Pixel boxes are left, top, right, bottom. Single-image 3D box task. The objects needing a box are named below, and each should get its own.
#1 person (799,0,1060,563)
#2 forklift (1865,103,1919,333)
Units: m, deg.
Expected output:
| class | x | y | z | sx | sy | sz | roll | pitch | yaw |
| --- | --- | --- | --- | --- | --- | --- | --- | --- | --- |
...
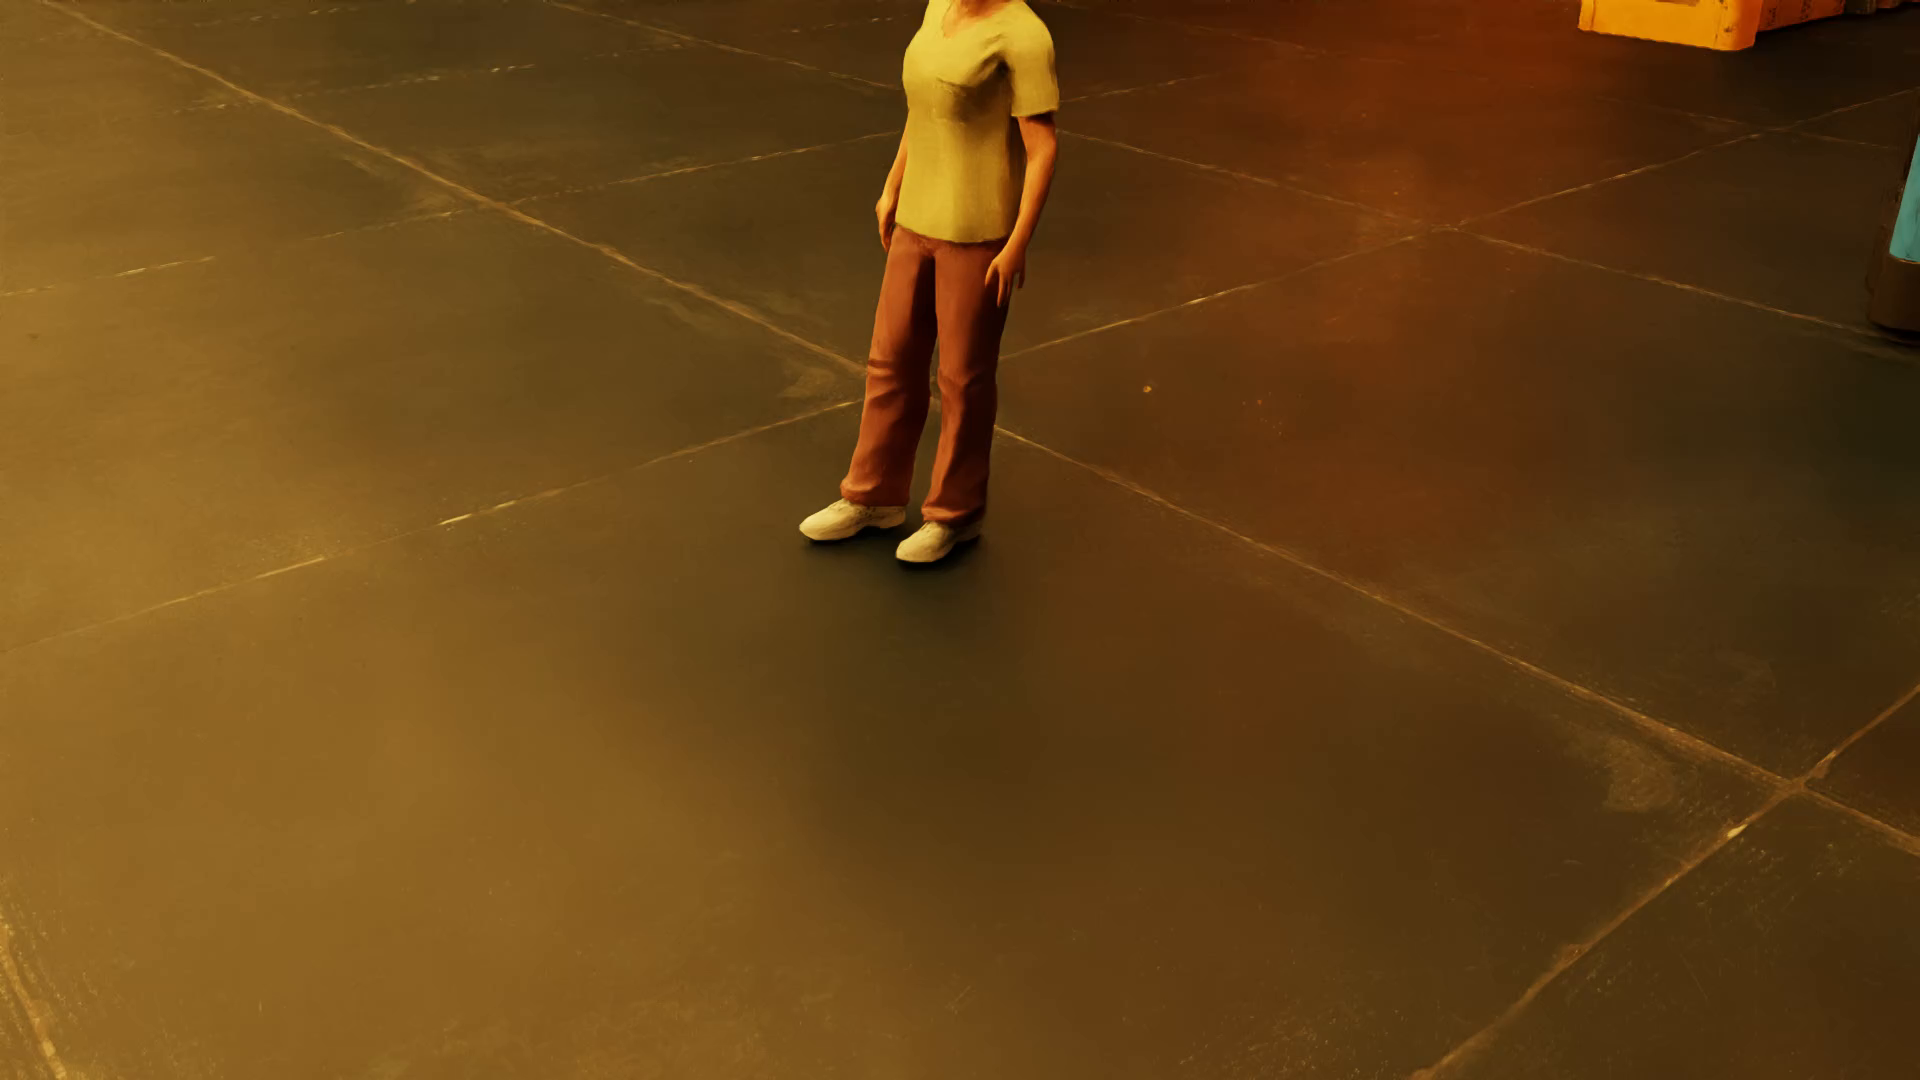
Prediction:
| class | x | y | z | sx | sy | sz | roll | pitch | yaw |
| --- | --- | --- | --- | --- | --- | --- | --- | --- | --- |
| person | -0.064 | -0.740 | 4.091 | 0.548 | 1.674 | 0.554 | -20 | 33 | -35 |
| forklift | 4.412 | -2.474 | 6.191 | 1.130 | 2.935 | 3.031 | 14 | 30 | 27 |
